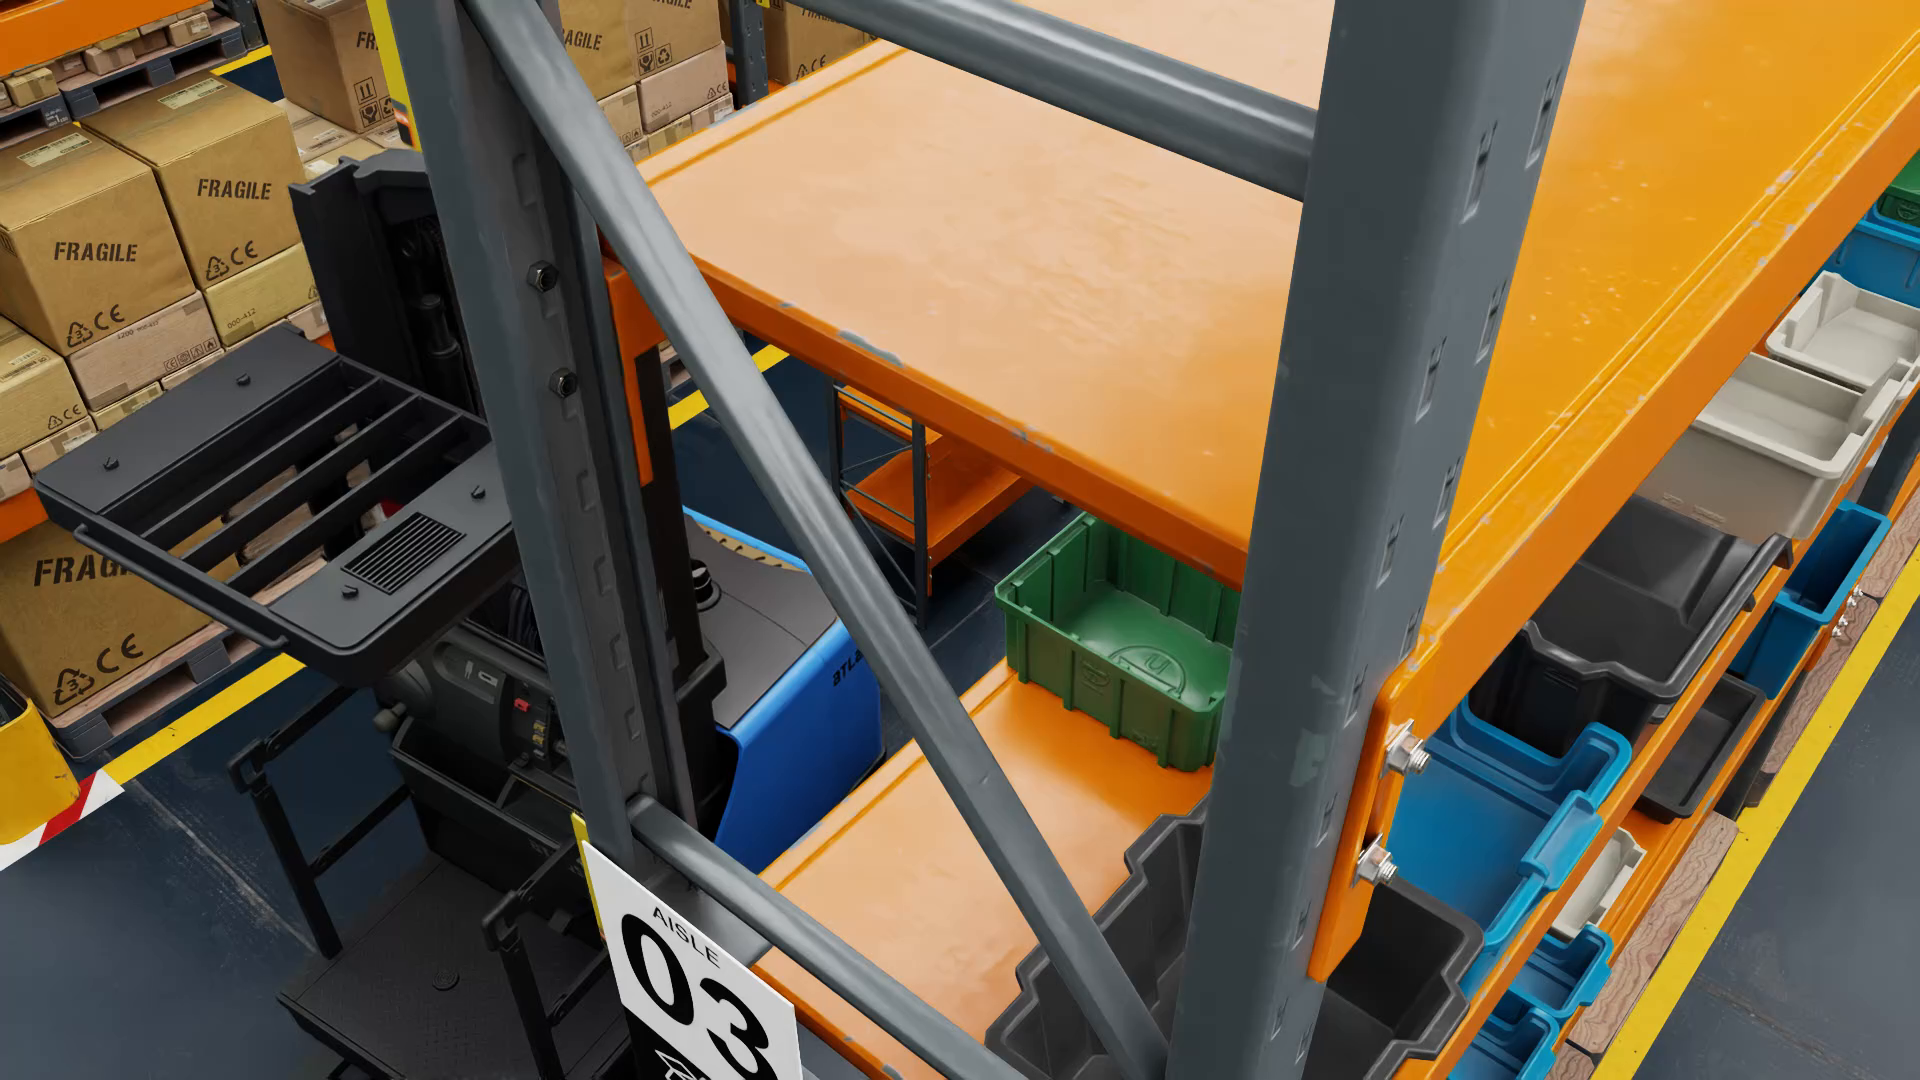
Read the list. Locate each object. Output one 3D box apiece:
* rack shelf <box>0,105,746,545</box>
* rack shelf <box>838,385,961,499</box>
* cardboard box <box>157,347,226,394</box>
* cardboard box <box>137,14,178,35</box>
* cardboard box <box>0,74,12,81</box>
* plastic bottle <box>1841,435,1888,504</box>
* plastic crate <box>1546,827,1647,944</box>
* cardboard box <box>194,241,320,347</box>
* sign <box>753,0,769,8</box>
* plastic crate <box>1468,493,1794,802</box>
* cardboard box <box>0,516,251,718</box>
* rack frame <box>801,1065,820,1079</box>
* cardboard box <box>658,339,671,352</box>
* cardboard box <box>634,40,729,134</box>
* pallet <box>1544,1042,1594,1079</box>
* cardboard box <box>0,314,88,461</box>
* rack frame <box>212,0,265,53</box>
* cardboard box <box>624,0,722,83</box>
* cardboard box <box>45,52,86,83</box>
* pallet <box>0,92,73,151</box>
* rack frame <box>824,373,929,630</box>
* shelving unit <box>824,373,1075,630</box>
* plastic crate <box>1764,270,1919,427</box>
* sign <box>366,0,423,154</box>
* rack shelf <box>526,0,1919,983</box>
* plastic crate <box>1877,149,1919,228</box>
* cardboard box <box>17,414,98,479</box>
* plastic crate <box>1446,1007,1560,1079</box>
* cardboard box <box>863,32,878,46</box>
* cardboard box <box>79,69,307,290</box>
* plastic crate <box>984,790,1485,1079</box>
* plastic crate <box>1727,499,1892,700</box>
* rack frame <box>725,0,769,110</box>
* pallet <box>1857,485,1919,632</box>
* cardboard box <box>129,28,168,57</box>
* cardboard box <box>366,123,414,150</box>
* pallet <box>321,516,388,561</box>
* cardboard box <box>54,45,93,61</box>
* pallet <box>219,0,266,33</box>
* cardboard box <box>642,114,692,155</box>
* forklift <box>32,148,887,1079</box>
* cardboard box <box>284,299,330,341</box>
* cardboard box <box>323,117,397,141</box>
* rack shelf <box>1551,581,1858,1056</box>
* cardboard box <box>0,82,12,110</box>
[{"bbox_3d":[-2.590,-1.075,6.919,1.077,0.370,4.000,29,50,28],"label":"rack shelf"},{"bbox_3d":[-0.004,-0.629,6.853,0.538,0.278,1.000,29,50,28],"label":"rack shelf"},{"bbox_3d":[-2.901,-0.658,6.113,0.380,0.149,0.250,29,50,28],"label":"cardboard box"},{"bbox_3d":[-5.159,-3.336,10.458,0.380,0.149,0.250,27,49,27],"label":"cardboard box"},{"bbox_3d":[-5.891,-2.835,9.907,0.380,0.149,0.250,27,49,27],"label":"cardboard box"},{"bbox_3d":[2.988,-0.270,5.536,0.144,0.351,0.185,29,50,28],"label":"plastic bottle"},{"bbox_3d":[1.597,0.876,4.391,0.293,0.136,0.466,29,50,28],"label":"plastic crate"},{"bbox_3d":[-2.706,-1.024,6.219,0.500,0.250,0.500,28,49,27],"label":"cardboard box"},{"bbox_3d":[-0.877,-2.481,7.229,0.100,0.325,0.005,29,50,28],"label":"sign"},{"bbox_3d":[1.107,0.079,2.932,0.504,0.338,0.767,29,50,28],"label":"plastic crate"},{"bbox_3d":[-3.527,-0.045,6.519,0.875,0.875,0.875,29,50,28],"label":"cardboard box"},{"bbox_3d":[-0.087,1.833,3.186,1.000,3.000,0.127,29,50,28],"label":"rack frame"},{"bbox_3d":[-1.789,-1.435,8.048,0.875,0.875,0.875,29,50,28],"label":"cardboard box"},{"bbox_3d":[-1.387,-2.084,7.385,0.500,0.250,0.500,29,49,28],"label":"cardboard box"},{"bbox_3d":[1.259,1.832,5.261,1.003,0.211,1.213,29,50,28],"label":"pallet"},{"bbox_3d":[-3.362,-0.496,5.638,0.500,0.250,0.500,28,49,27],"label":"cardboard box"},{"bbox_3d":[-5.035,-4.570,10.229,1.000,3.000,0.127,29,50,28],"label":"rack frame"},{"bbox_3d":[-1.394,-2.350,7.120,0.500,0.500,0.500,31,51,30],"label":"cardboard box"},{"bbox_3d":[-5.641,-2.977,10.283,0.380,0.149,0.250,28,49,28],"label":"cardboard box"},{"bbox_3d":[-6.225,-2.546,10.076,1.003,0.211,1.213,29,50,28],"label":"pallet"},{"bbox_3d":[-0.331,-0.151,6.762,0.500,1.125,0.032,29,50,28],"label":"rack frame"},{"bbox_3d":[-0.004,-0.413,7.050,0.538,1.125,1.048,29,50,28],"label":"shelving unit"},{"bbox_3d":[1.960,-0.419,3.630,0.293,0.136,0.466,29,50,28],"label":"plastic crate"},{"bbox_3d":[-0.518,-0.497,1.529,0.100,0.325,0.005,29,50,28],"label":"sign"},{"bbox_3d":[1.201,-1.002,2.677,1.077,0.370,4.000,29,50,28],"label":"rack shelf"},{"bbox_3d":[2.446,-0.909,4.130,0.450,0.188,0.662,29,50,28],"label":"plastic crate"},{"bbox_3d":[-3.232,-0.391,5.819,0.380,0.149,0.250,29,50,28],"label":"cardboard box"},{"bbox_3d":[1.172,1.210,3.951,0.416,0.233,0.300,29,50,28],"label":"plastic crate"},{"bbox_3d":[-0.493,-2.796,8.203,0.500,0.500,0.500,30,50,29],"label":"cardboard box"},{"bbox_3d":[-2.711,-1.300,5.966,0.500,0.500,0.500,28,49,27],"label":"cardboard box"},{"bbox_3d":[0.375,0.694,2.307,0.497,0.269,0.590,29,50,28],"label":"plastic crate"},{"bbox_3d":[2.448,0.145,5.010,0.392,0.384,0.575,29,50,28],"label":"plastic crate"},{"bbox_3d":[-1.303,-2.371,7.810,1.000,3.000,0.127,29,50,28],"label":"rack frame"},{"bbox_3d":[3.801,-0.205,7.501,1.003,0.211,1.213,29,50,28],"label":"pallet"},{"bbox_3d":[-5.257,-3.224,10.555,0.380,0.149,0.250,31,51,29],"label":"cardboard box"},{"bbox_3d":[-2.046,-1.554,6.802,0.500,0.250,0.500,31,50,29],"label":"cardboard box"},{"bbox_3d":[-2.637,-0.350,7.661,1.003,0.211,1.213,29,50,28],"label":"pallet"},{"bbox_3d":[-5.554,-3.104,10.202,0.380,0.149,0.250,30,50,29],"label":"cardboard box"},{"bbox_3d":[-4.535,-3.940,11.609,1.003,0.211,1.213,29,50,28],"label":"pallet"},{"bbox_3d":[-1.415,-1.846,7.420,0.380,0.149,0.250,30,50,29],"label":"cardboard box"},{"bbox_3d":[-1.485,0.553,4.646,1.130,2.935,3.031,23,47,23],"label":"forklift"},{"bbox_3d":[-2.571,-0.921,6.403,0.380,0.149,0.250,29,50,28],"label":"cardboard box"},{"bbox_3d":[-2.459,-1.774,7.044,0.500,0.250,0.500,31,51,29],"label":"cardboard box"},{"bbox_3d":[1.201,1.070,4.561,1.077,0.370,4.000,29,50,28],"label":"rack shelf"},{"bbox_3d":[-5.912,-2.683,9.961,0.380,0.149,0.250,30,50,29],"label":"cardboard box"}]
